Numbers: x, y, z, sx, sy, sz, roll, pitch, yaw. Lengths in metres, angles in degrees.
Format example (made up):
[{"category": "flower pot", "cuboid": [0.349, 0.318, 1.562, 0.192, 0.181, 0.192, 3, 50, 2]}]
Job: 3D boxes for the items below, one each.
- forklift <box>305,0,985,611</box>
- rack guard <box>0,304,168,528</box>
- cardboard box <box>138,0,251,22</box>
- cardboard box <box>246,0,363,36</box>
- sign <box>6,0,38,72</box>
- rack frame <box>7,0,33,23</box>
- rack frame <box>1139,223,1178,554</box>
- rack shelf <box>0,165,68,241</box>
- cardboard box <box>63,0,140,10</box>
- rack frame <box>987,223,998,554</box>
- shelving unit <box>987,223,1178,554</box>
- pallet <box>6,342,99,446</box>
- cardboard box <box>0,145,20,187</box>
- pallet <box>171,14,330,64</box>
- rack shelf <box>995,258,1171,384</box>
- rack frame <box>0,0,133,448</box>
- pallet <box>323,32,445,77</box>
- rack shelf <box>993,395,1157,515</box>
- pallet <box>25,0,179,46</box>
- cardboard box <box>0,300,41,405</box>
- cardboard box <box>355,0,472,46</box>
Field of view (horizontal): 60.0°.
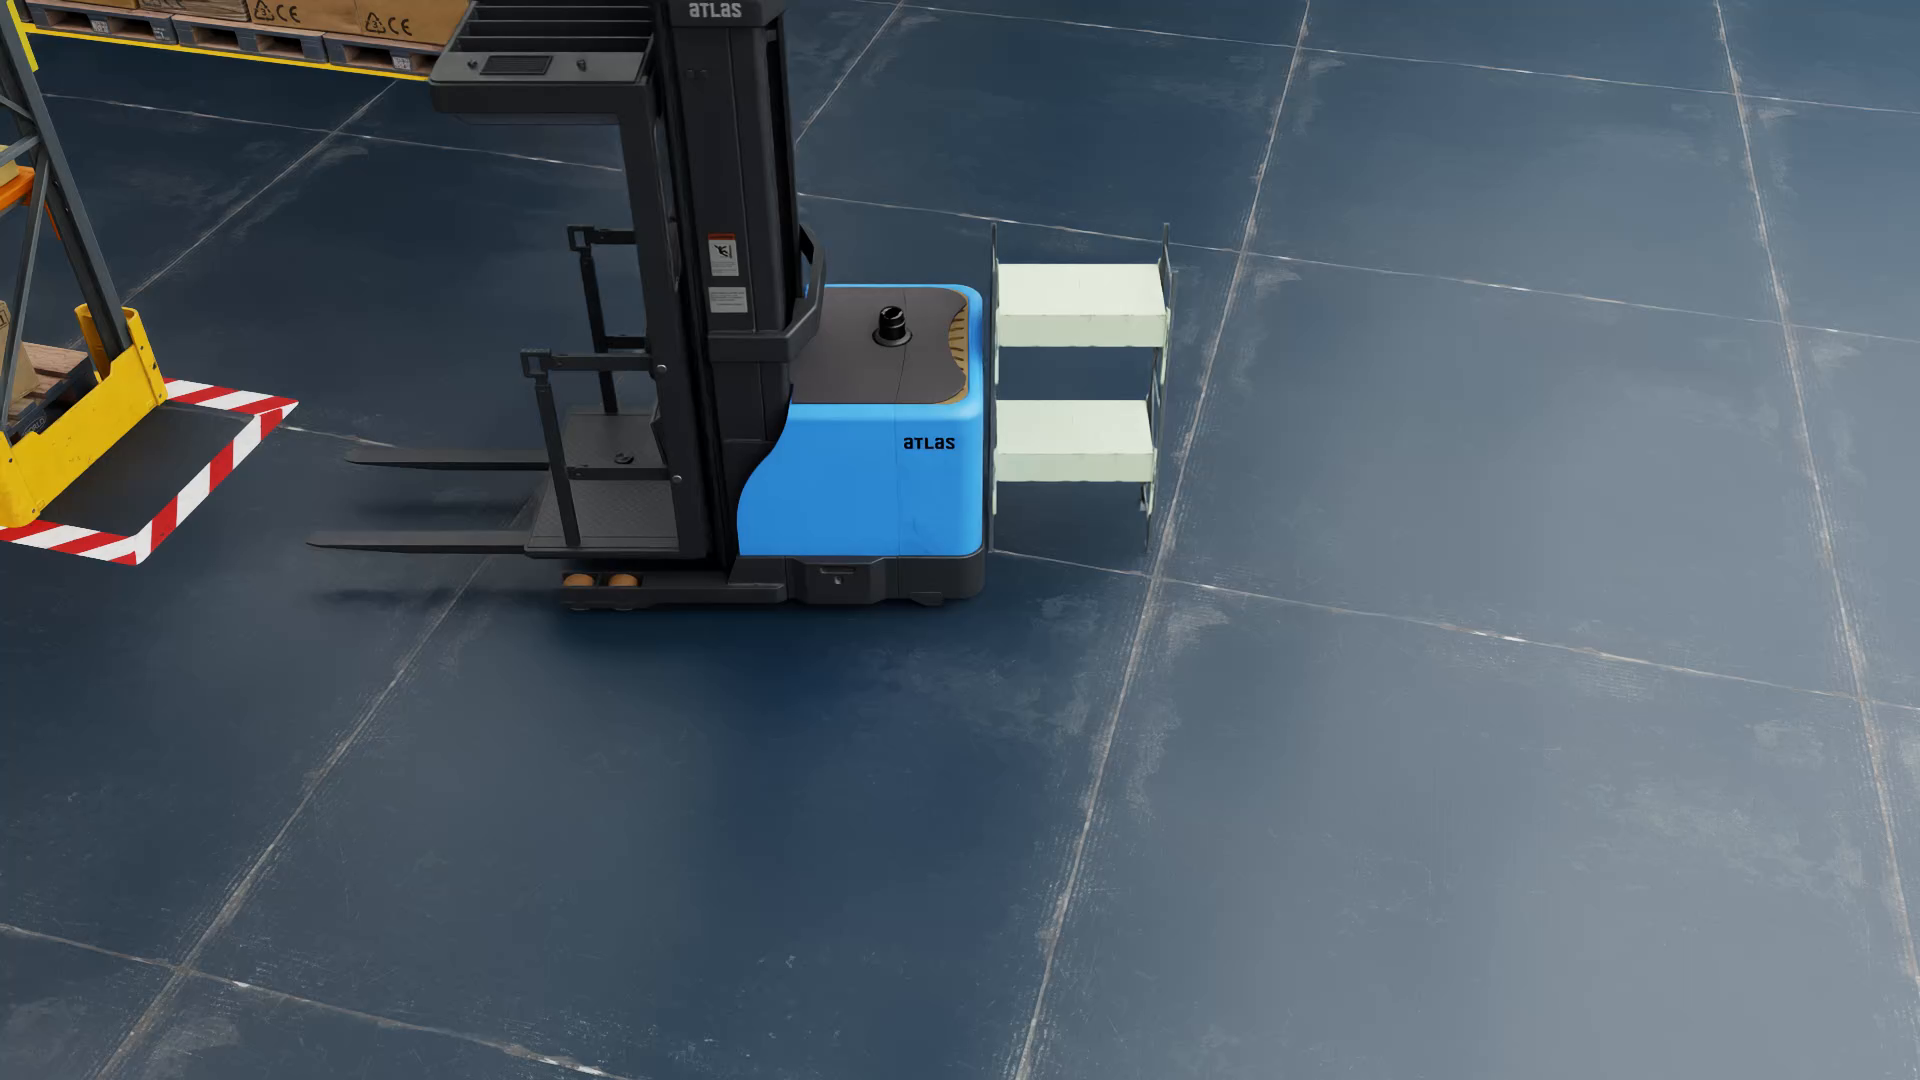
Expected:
[{"category": "forklift", "cuboid": [-1.405, -1.149, 6.863, 3.031, 2.935, 1.130, 0, 40, 0]}, {"category": "rack guard", "cuboid": [-4.429, -0.630, 8.136, 0.348, 0.500, 1.175, 10, 41, 11]}, {"category": "cardboard box", "cuboid": [-5.379, -4.356, 11.954, 0.875, 0.875, 0.875, 10, 41, 12]}, {"category": "cardboard box", "cuboid": [-4.499, -4.203, 11.772, 0.875, 0.875, 0.875, 9, 41, 11]}, {"category": "sign", "cuboid": [-4.216, -2.243, 7.440, 0.005, 0.325, 0.100, 10, 41, 11]}, {"category": "rack frame", "cuboid": [-6.840, -5.304, 11.757, 0.127, 3.000, 1.000, 10, 41, 11]}, {"category": "rack frame", "cuboid": [0.874, -0.639, 7.369, 0.023, 1.500, 0.400, 0, 40, 0]}, {"category": "rack shelf", "cuboid": [-6.288, -1.631, 7.944, 4.000, 0.370, 1.077, 10, 41, 11]}, {"category": "cardboard box", "cuboid": [-6.251, -4.503, 12.129, 0.875, 0.875, 0.875, 10, 41, 12]}, {"category": "rack frame", "cuboid": [0.142, -0.640, 7.370, 0.023, 1.500, 0.400, 0, 40, 0]}, {"category": "shelving unit", "cuboid": [0.508, -0.639, 7.370, 0.755, 1.500, 0.431, 0, 40, 0]}, {"category": "pallet", "cuboid": [-5.205, -0.676, 8.415, 1.213, 0.211, 1.003, 10, 41, 11]}, {"category": "cardboard box", "cuboid": [-4.570, -1.674, 7.630, 0.250, 0.149, 0.380, 10, 41, 11]}, {"category": "pallet", "cuboid": [-4.944, -3.859, 12.206, 1.213, 0.211, 1.003, 10, 41, 11]}, {"category": "rack shelf", "cuboid": [0.508, -0.938, 7.119, 0.720, 0.370, 0.431, 0, 40, 0]}, {"category": "rack frame", "cuboid": [-4.356, -1.574, 7.317, 0.127, 3.000, 1.000, 10, 41, 11]}, {"category": "pallet", "cuboid": [-3.769, -3.655, 11.963, 1.213, 0.211, 1.003, 10, 41, 11]}, {"category": "rack shelf", "cuboid": [0.508, -0.390, 7.579, 0.720, 0.370, 0.431, 0, 40, 0]}, {"category": "pallet", "cuboid": [-6.126, -4.061, 12.446, 1.213, 0.211, 1.003, 10, 41, 11]}, {"category": "cardboard box", "cuboid": [-4.955, -0.892, 8.121, 0.500, 0.500, 0.500, 17, 43, 19]}, {"category": "cardboard box", "cuboid": [-3.649, -4.058, 11.599, 0.875, 0.875, 0.875, 10, 41, 12]}]
